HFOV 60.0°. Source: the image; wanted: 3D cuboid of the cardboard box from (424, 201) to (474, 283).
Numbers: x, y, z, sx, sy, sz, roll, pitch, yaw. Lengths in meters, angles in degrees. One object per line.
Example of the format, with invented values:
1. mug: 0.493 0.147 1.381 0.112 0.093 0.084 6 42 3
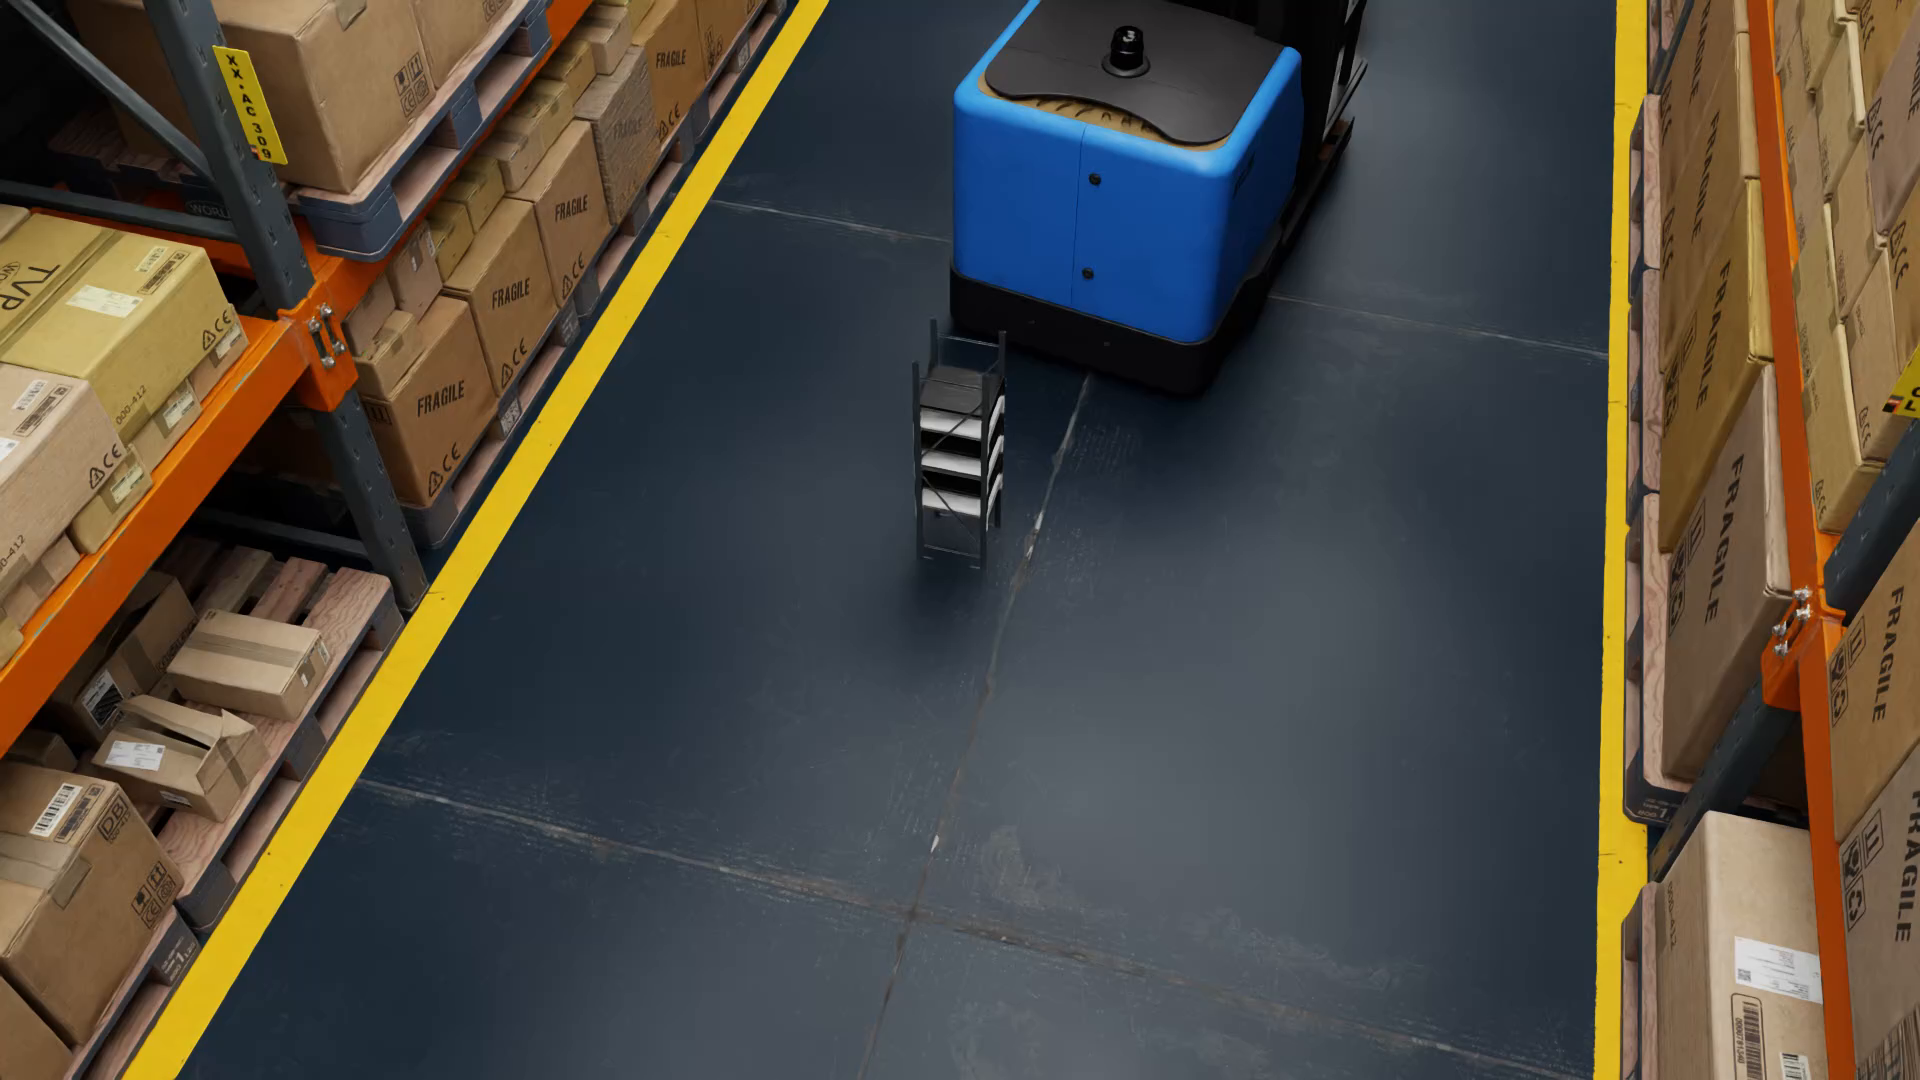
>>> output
1. cardboard box: -1.879 -1.025 5.609 0.380 0.149 0.250 9 49 8

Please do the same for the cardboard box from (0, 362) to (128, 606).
1. cardboard box: -2.301 -0.156 3.788 0.500 0.250 0.500 12 50 10

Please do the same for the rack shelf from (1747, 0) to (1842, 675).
1. rack shelf: 3.032 -1.120 5.218 1.077 0.370 4.000 12 50 10

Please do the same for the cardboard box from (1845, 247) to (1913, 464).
1. cardboard box: 2.387 -0.394 3.864 0.500 0.250 0.500 12 50 10

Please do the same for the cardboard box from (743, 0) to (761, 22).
1. cardboard box: -1.136 -2.745 7.559 0.500 0.500 0.500 13 50 11

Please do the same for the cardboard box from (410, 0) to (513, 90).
1. cardboard box: -1.805 -1.741 4.939 0.700 0.500 0.500 12 50 10

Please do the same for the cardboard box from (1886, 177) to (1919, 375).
1. cardboard box: 2.380 -0.648 3.588 0.500 0.500 0.500 13 50 11

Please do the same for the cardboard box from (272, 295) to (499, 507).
1. cardboard box: -1.940 -0.506 5.583 0.500 0.500 0.500 14 50 12

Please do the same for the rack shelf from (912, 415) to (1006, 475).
1. rack shelf: -0.002 -0.329 5.365 0.258 0.077 0.200 12 50 10

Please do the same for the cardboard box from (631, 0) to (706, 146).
1. cardboard box: -1.413 -2.006 6.907 0.500 0.500 0.500 14 50 12

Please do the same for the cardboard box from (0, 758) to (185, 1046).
1. cardboard box: -2.549 0.908 4.335 0.700 0.500 0.500 10 49 9

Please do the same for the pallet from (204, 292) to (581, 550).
1. pallet: -2.107 -0.562 6.105 1.003 0.211 1.213 12 50 10

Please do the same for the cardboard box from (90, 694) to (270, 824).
1. cardboard box: -2.242 0.596 4.766 0.396 0.266 0.258 13 50 11

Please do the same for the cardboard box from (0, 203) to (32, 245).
1. cardboard box: -2.675 -0.632 4.209 0.500 0.250 0.500 11 50 10

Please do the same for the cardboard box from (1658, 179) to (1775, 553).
1. cardboard box: 2.821 -0.467 5.298 0.875 0.875 0.875 13 50 11

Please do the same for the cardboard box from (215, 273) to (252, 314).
1. cardboard box: -2.466 -0.738 5.355 0.380 0.149 0.250 10 49 9

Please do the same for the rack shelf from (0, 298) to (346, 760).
1. rack shelf: -2.811 0.796 3.526 1.077 0.370 4.000 12 50 10

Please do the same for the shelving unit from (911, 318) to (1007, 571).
1. shelving unit: -0.002 -0.292 5.407 0.258 0.900 0.210 12 50 10

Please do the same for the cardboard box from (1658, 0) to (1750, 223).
1. cardboard box: 3.296 -1.758 6.438 0.875 0.875 0.875 11 50 10

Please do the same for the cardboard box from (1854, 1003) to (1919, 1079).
1. cardboard box: 1.856 1.065 2.743 0.500 0.500 0.500 12 50 10

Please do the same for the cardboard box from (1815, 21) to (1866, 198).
1. cardboard box: 2.642 -1.133 4.516 0.500 0.250 0.500 13 50 11

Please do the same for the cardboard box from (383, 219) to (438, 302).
1. cardboard box: -1.911 -0.918 5.315 0.380 0.149 0.250 9 49 8

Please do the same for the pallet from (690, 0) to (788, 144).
1. pallet: -1.465 -2.326 7.663 1.003 0.211 1.213 12 50 10

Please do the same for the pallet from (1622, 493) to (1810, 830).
1. pallet: 2.635 0.438 5.223 1.003 0.211 1.213 12 50 10

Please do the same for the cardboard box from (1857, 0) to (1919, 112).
1. cardboard box: 2.662 -1.387 4.240 0.500 0.500 0.500 13 50 11

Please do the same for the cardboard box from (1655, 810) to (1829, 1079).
1. cardboard box: 2.236 1.230 4.092 0.875 0.438 0.875 11 49 9

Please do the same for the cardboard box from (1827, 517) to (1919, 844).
1. cardboard box: 2.129 0.343 3.380 0.500 0.500 0.500 13 50 11

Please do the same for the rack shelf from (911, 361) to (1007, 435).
1. rack shelf: -0.002 -0.449 5.230 0.258 0.077 0.200 12 50 10

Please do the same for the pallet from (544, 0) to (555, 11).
1. pallet: -1.739 -2.311 5.917 1.003 0.211 1.213 12 50 10

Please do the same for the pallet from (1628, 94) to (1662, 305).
1. pallet: 3.278 -1.327 6.780 1.003 0.211 1.213 12 50 10

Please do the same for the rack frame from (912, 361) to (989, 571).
1. rack frame: -0.029 -0.218 5.343 0.240 0.900 0.006 12 50 10

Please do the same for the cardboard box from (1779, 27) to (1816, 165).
1. cardboard box: 2.798 -1.340 5.032 0.500 0.250 0.500 12 50 10

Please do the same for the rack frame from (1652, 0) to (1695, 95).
1. rack frame: 3.558 -2.805 6.225 1.000 3.000 0.127 12 50 10

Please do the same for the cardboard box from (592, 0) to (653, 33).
1. cardboard box: -1.450 -2.153 6.604 0.380 0.149 0.250 11 49 9

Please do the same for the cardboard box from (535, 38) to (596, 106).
1. cardboard box: -1.607 -1.780 6.275 0.380 0.149 0.250 12 50 10

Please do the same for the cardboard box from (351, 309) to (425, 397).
1. cardboard box: -1.933 -0.622 5.253 0.380 0.149 0.250 14 50 12

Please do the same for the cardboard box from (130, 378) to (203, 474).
1. cardboard box: -2.172 -0.332 4.210 0.380 0.149 0.250 13 50 11

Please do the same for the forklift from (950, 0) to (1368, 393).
1. forklift: 1.048 -2.629 6.116 1.130 2.935 3.031 20 51 16

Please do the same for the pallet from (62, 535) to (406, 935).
1. pallet: -2.466 0.531 5.141 1.003 0.211 1.213 12 50 10

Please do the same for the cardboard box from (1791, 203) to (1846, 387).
1. cardboard box: 2.515 -0.604 4.383 0.500 0.250 0.500 11 49 10

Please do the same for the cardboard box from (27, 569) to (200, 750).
1. cardboard box: -2.686 0.293 5.004 0.500 0.311 0.500 13 50 11

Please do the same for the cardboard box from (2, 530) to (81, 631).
1. cardboard box: -2.313 0.045 3.877 0.380 0.149 0.250 13 50 11

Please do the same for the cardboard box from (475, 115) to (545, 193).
1. cardboard box: -1.718 -1.400 5.939 0.380 0.149 0.250 11 50 10

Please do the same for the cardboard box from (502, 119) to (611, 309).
1. cardboard box: -1.674 -1.253 6.242 0.500 0.500 0.500 10 49 9

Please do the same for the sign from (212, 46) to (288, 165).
1. sign: -1.759 -1.073 4.119 0.100 0.325 0.005 12 50 10

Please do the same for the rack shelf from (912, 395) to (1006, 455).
1. rack shelf: -0.002 -0.389 5.297 0.258 0.077 0.200 12 50 10
